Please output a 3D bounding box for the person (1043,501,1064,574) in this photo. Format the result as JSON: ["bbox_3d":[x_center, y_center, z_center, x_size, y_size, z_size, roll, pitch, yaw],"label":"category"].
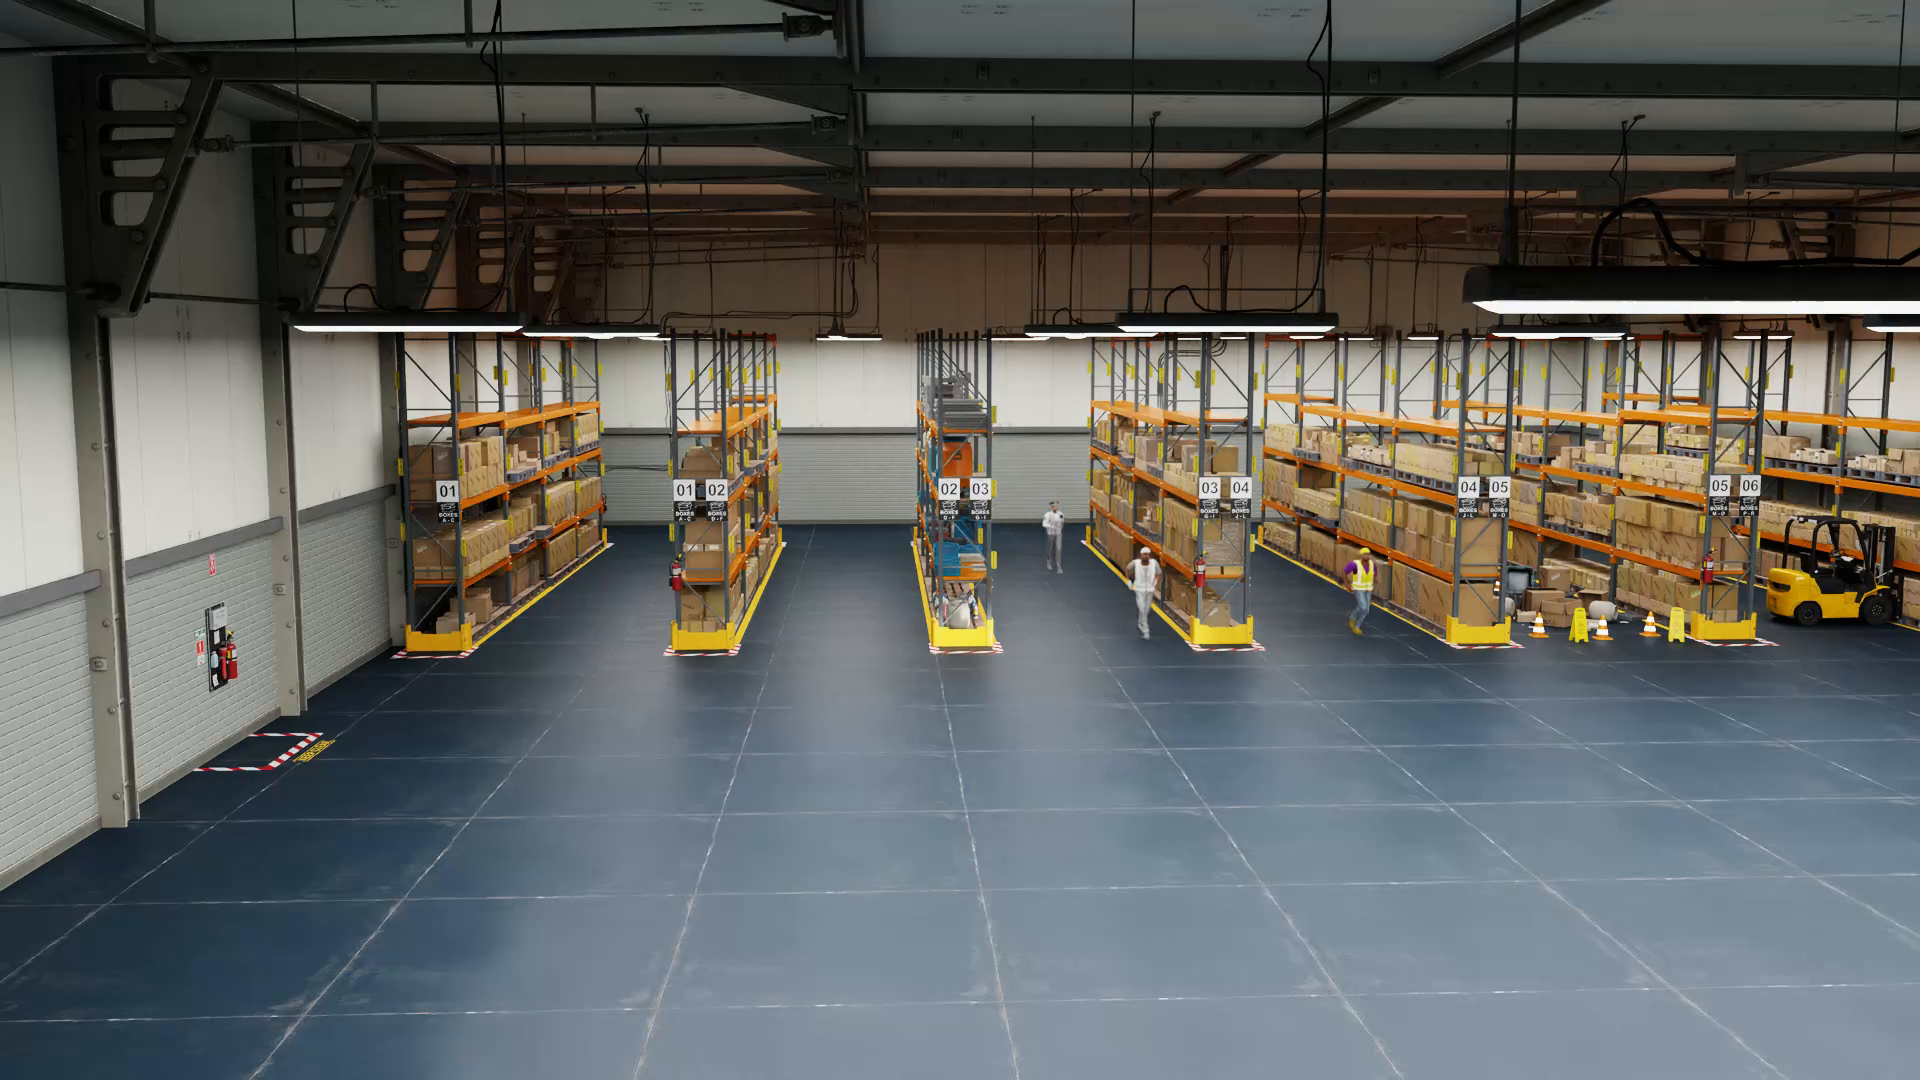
[{"bbox_3d":[2.244,-0.091,39.795,0.562,1.730,0.812,-1,7,-7],"label":"person"}]

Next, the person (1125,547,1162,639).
[{"bbox_3d":[3.598,1.024,32.731,0.687,1.825,0.912,-1,7,-7],"label":"person"}]

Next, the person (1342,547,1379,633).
[{"bbox_3d":[7.967,1.000,32.845,0.703,1.718,0.574,-2,7,-20],"label":"person"}]
